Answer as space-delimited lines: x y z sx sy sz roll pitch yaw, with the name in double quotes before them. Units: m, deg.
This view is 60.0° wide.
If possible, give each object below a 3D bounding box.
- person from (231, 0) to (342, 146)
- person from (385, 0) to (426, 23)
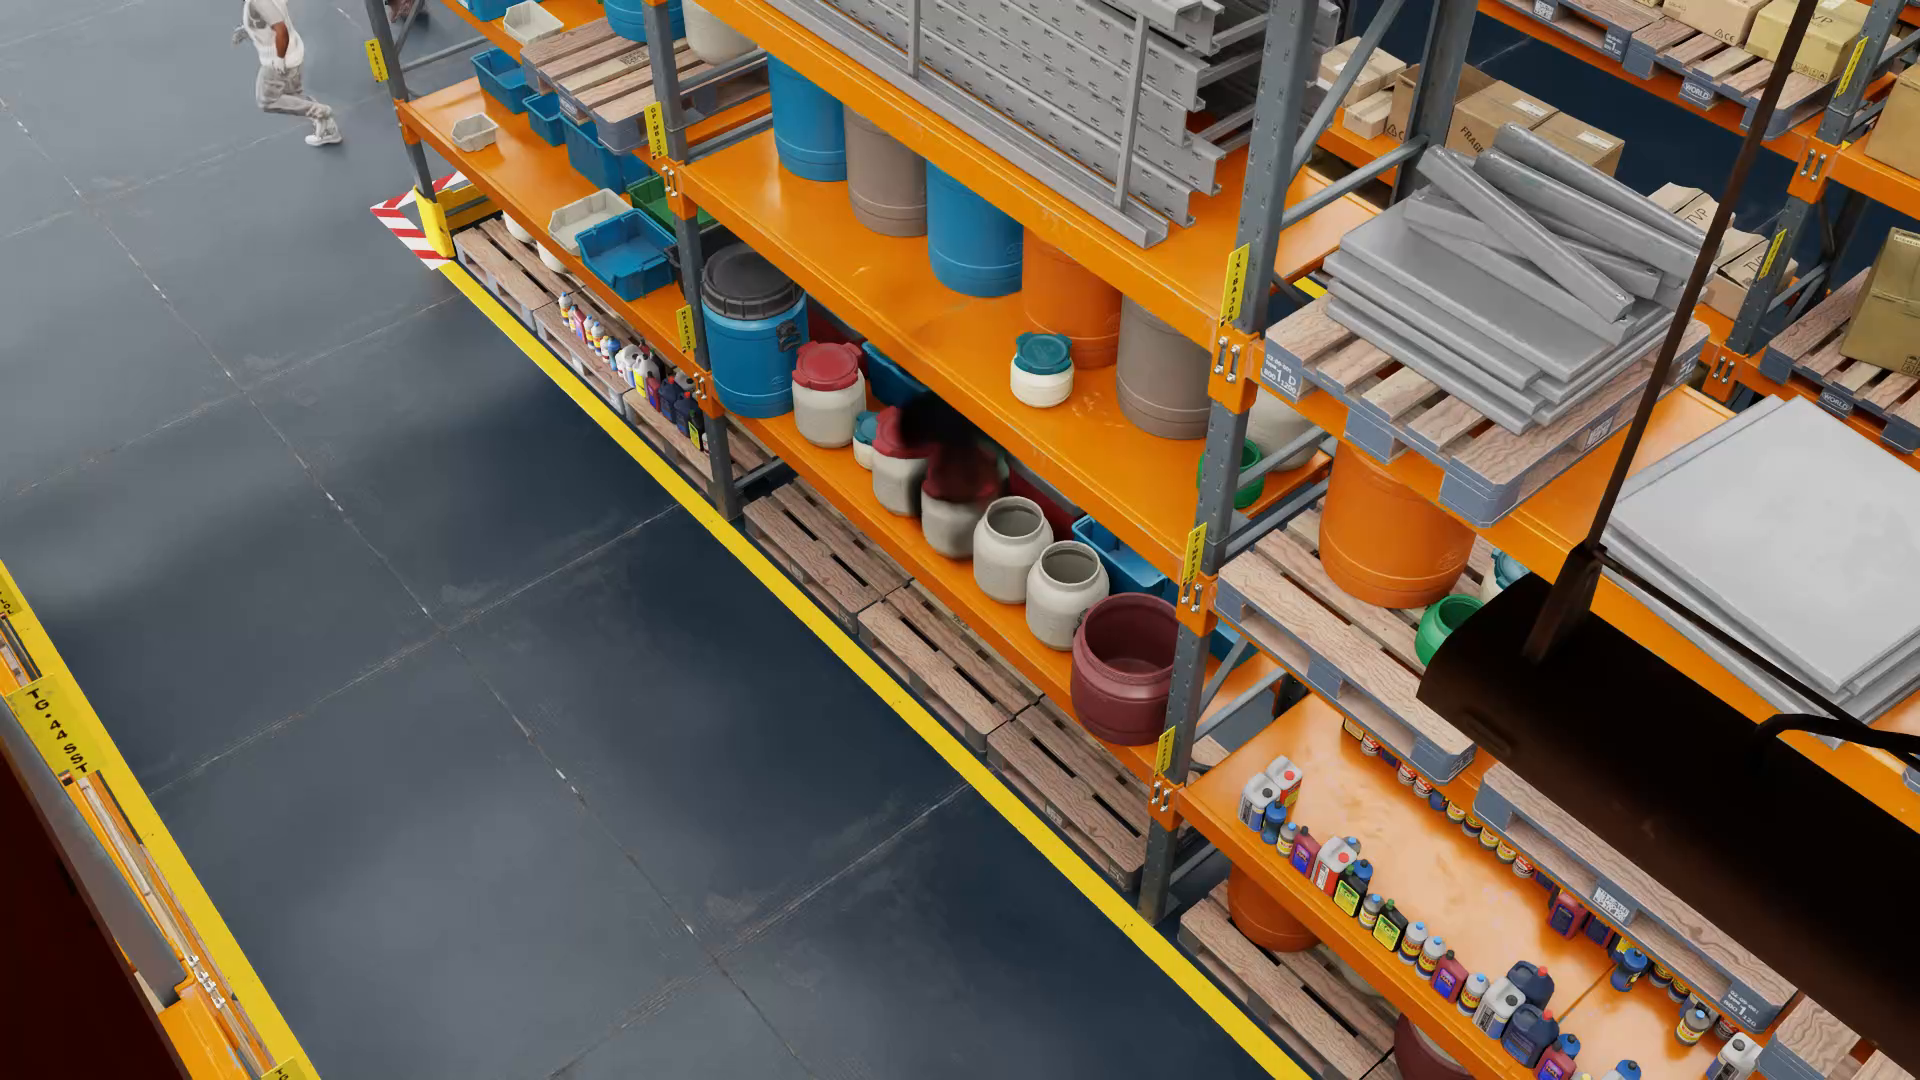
"person" -5.575 -3.931 13.522 0.652 1.737 0.724 -6 47 -6
"person" -5.337 -5.485 15.065 0.638 1.657 0.561 -10 47 -9
